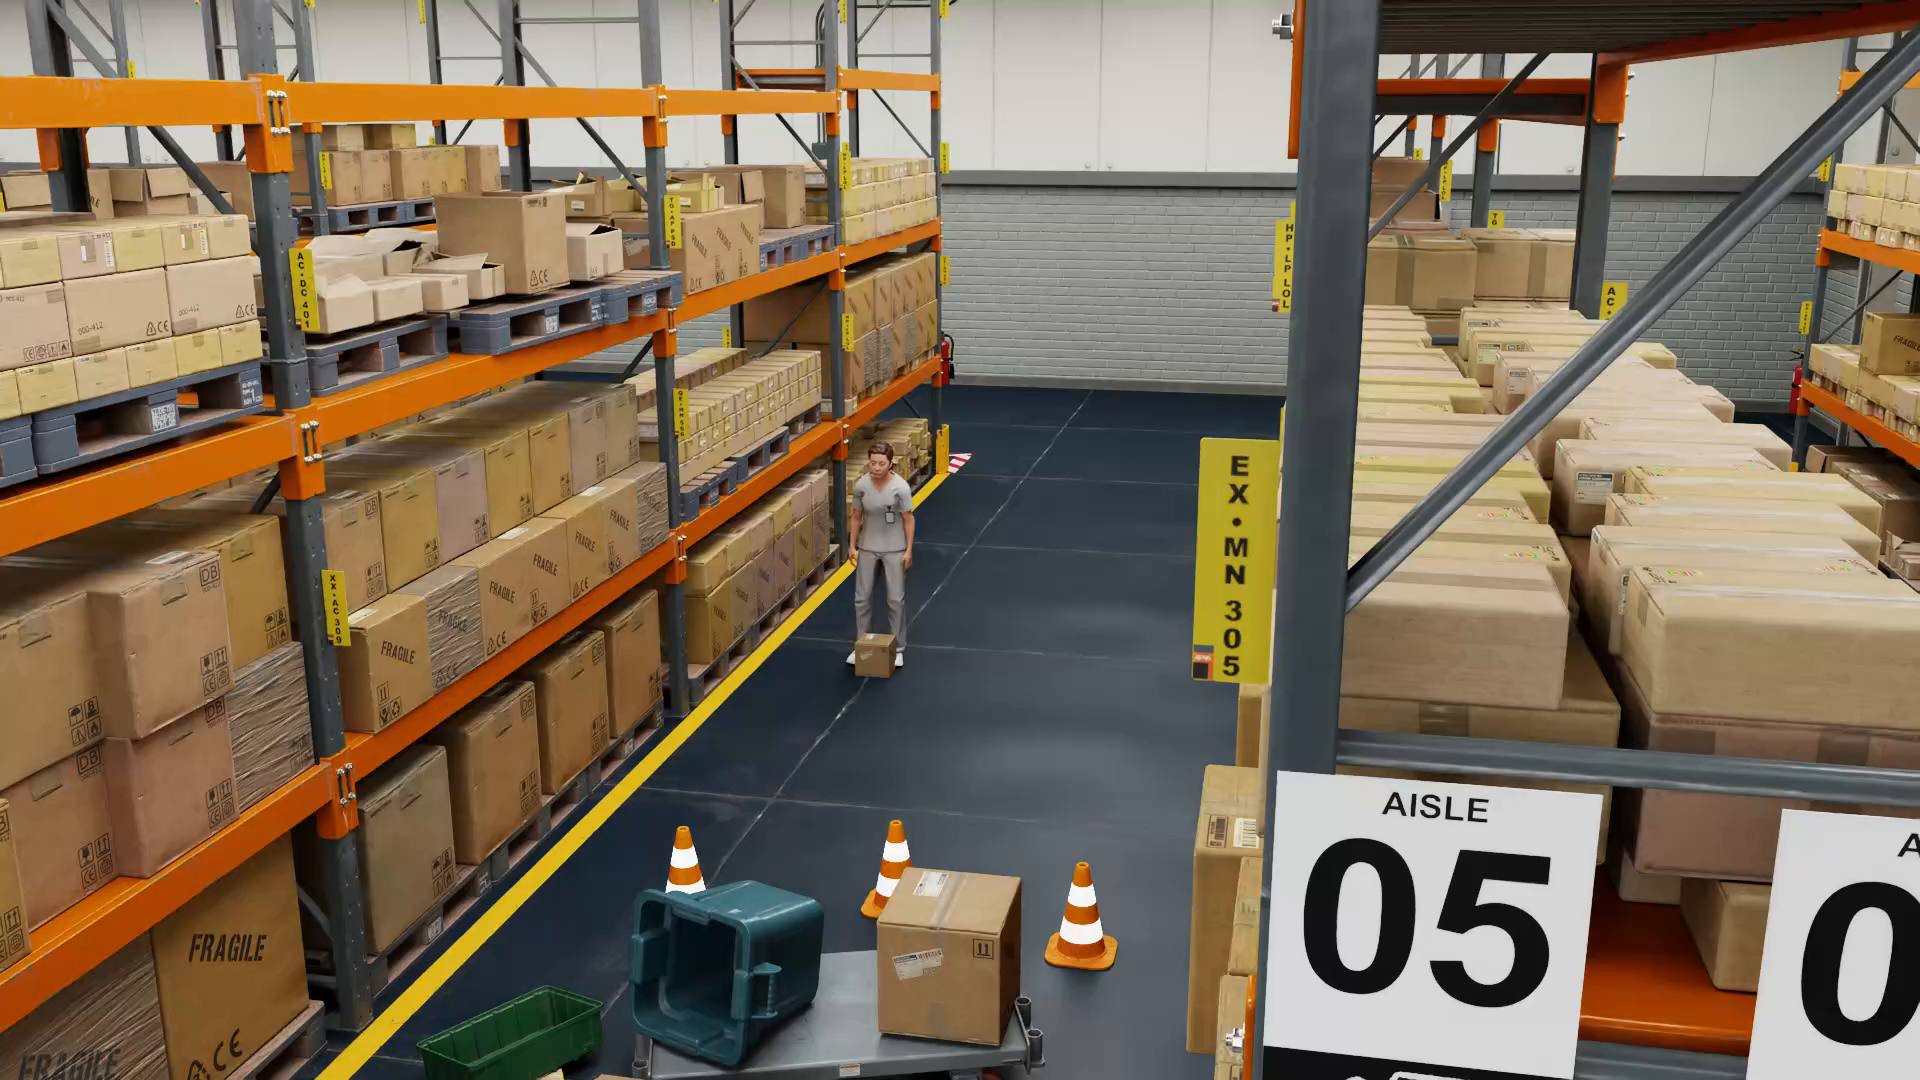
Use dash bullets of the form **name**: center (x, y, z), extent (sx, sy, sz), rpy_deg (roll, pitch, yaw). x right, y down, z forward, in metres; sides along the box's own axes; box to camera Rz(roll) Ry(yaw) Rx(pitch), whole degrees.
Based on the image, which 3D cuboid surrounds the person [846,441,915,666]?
- **person**: center (-0.574, 0.101, 12.173), extent (0.486, 1.652, 0.357), rpy_deg (3, 15, 12)
